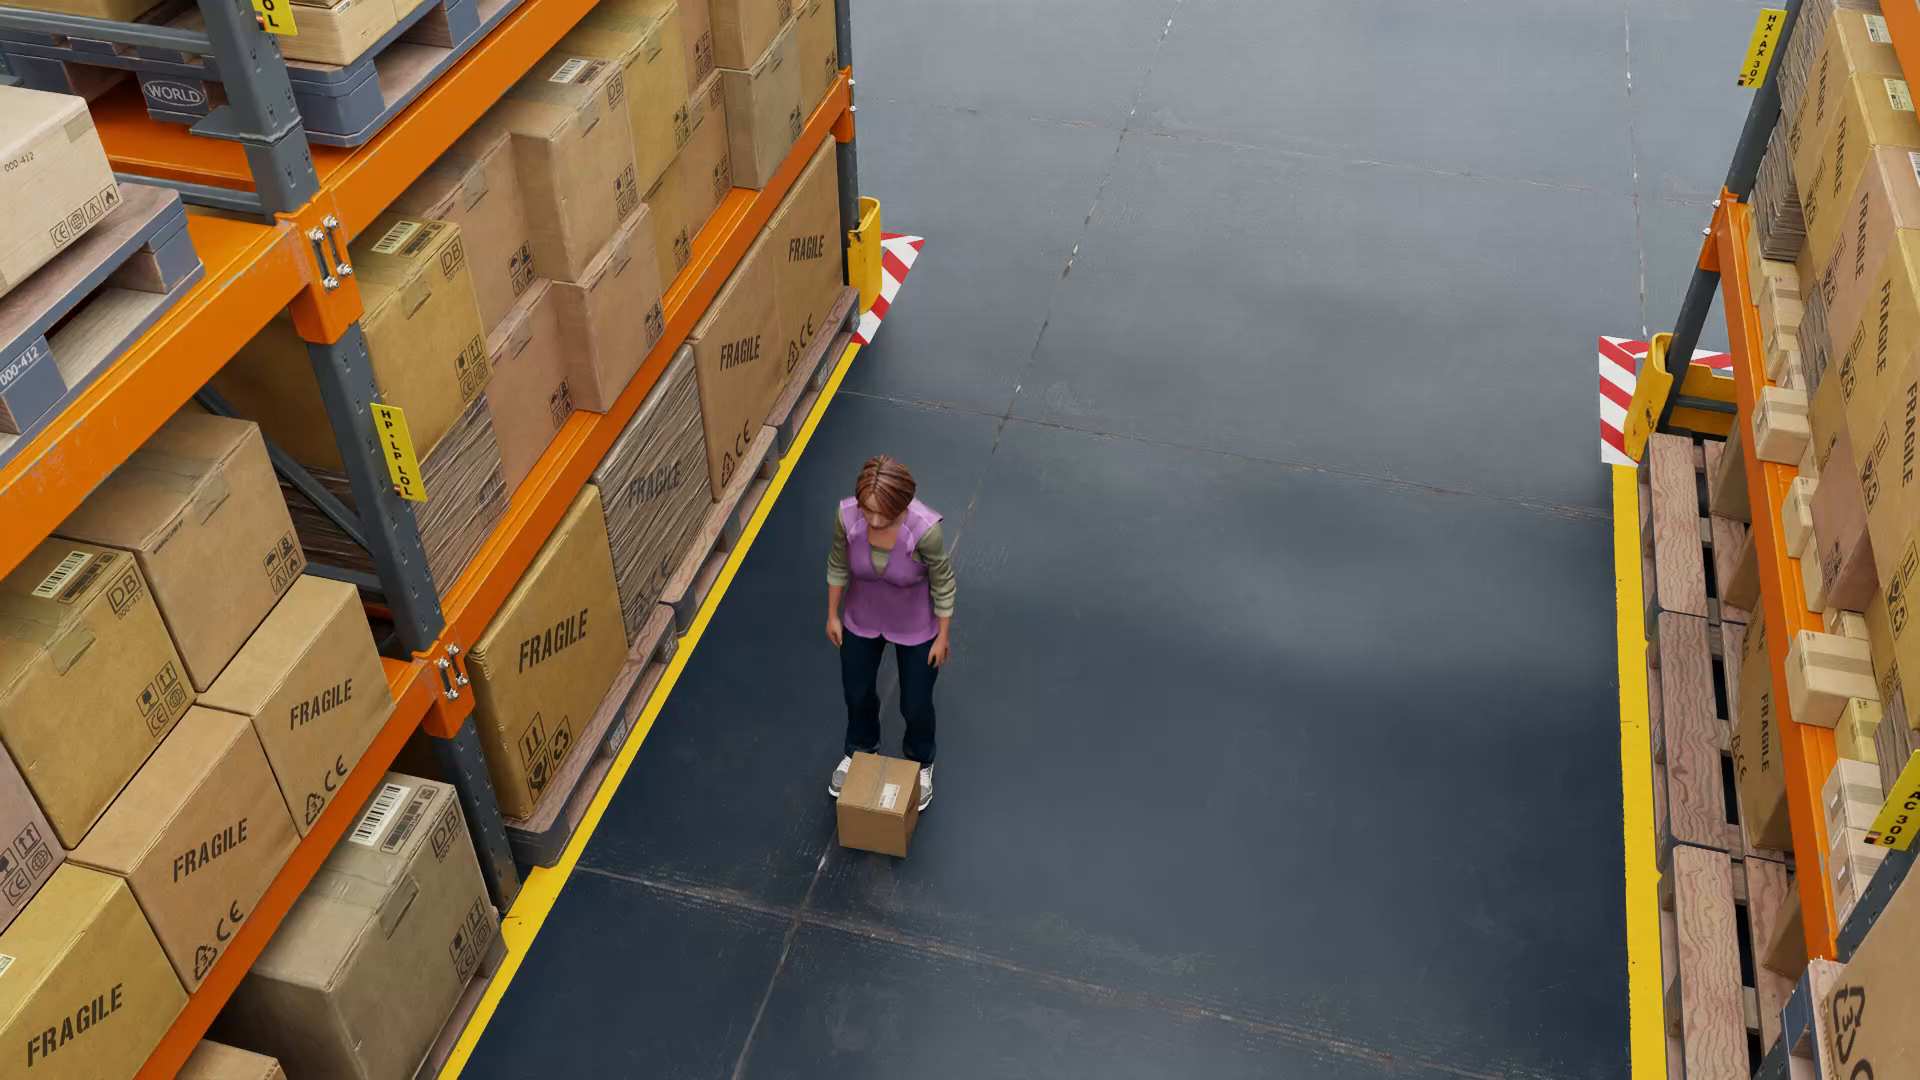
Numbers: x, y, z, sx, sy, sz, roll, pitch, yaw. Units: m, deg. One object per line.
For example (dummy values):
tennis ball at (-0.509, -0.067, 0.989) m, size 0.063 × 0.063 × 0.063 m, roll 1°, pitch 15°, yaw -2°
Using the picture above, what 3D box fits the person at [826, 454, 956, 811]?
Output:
person at (-0.244, 0.310, 5.819) m, size 0.459 × 1.591 × 0.348 m, roll 10°, pitch 43°, yaw 11°
